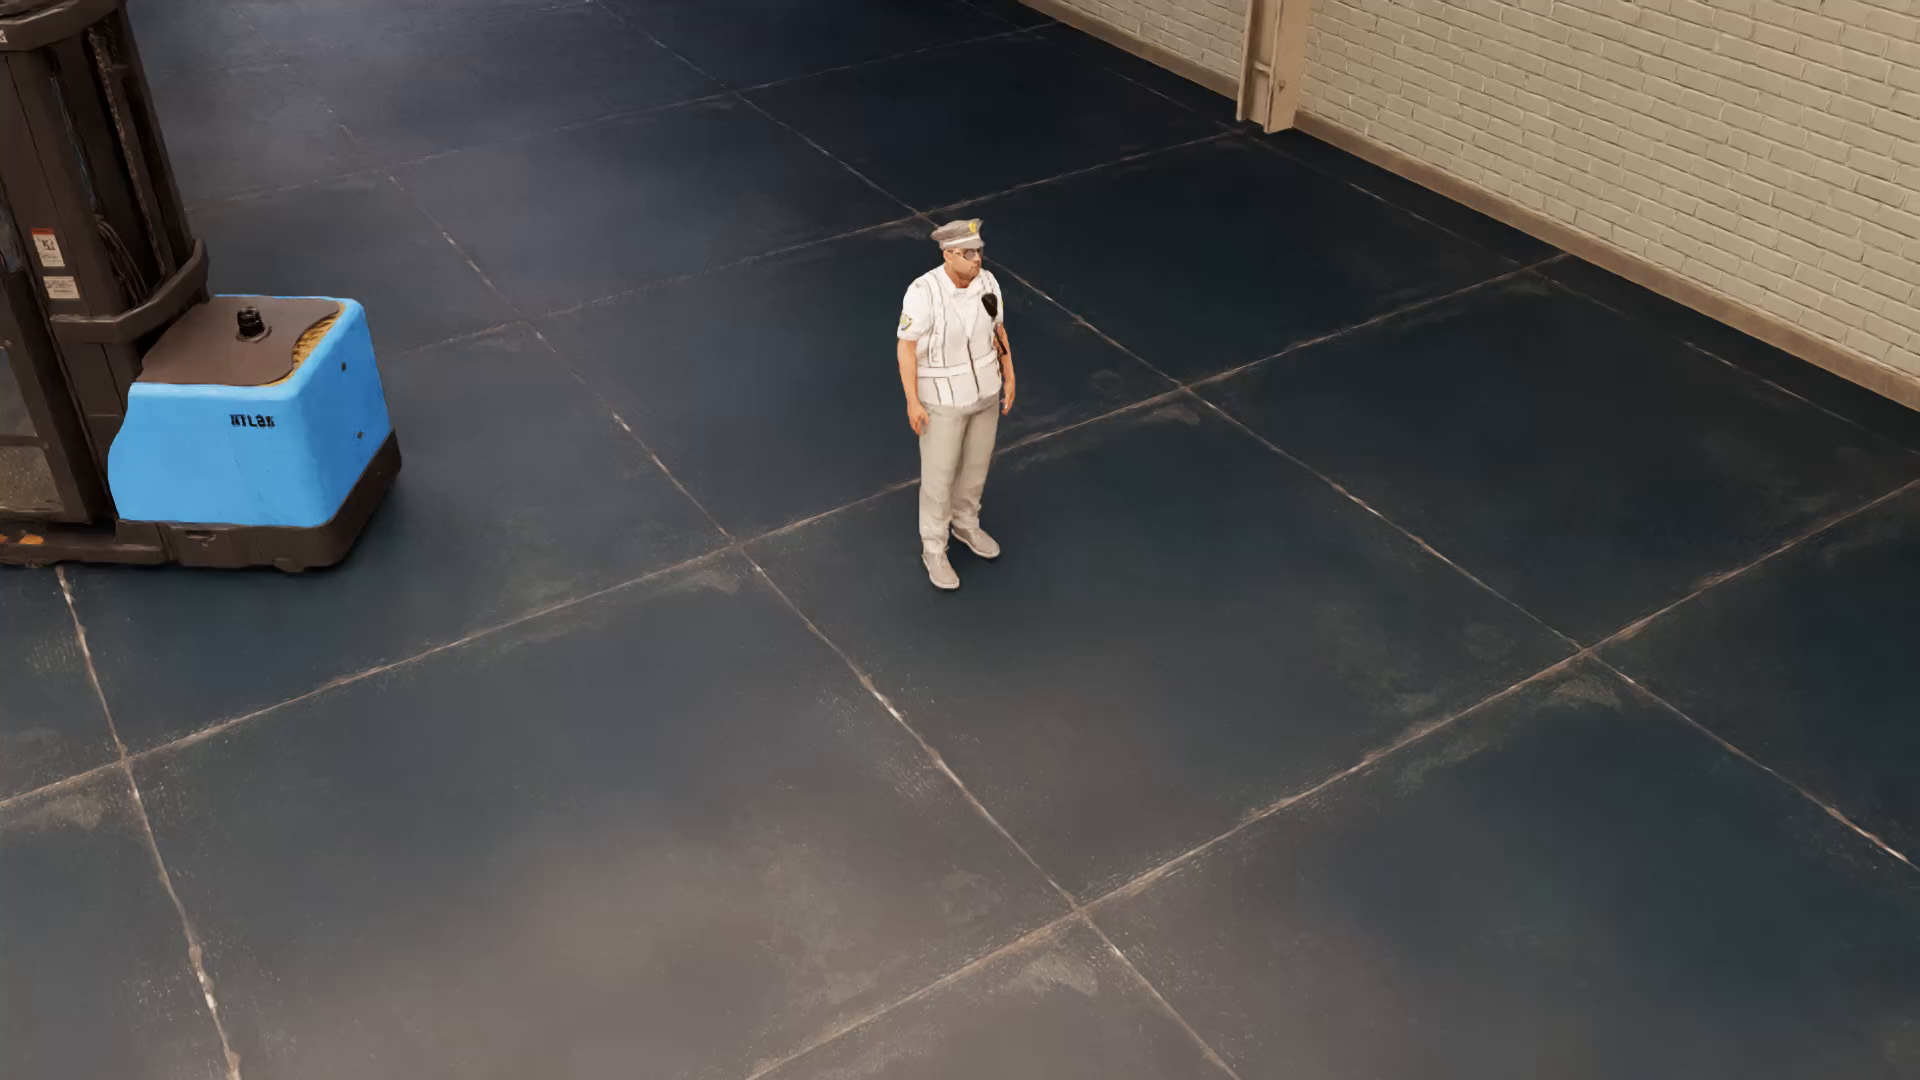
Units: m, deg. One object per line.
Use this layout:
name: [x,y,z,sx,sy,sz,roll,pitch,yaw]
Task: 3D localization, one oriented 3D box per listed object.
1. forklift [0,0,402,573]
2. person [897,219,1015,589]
forklift: [-4.610,-1.360,8.083,3.031,2.935,1.130,2,35,3]
person: [0.033,-0.695,8.121,0.640,1.781,0.574,-21,40,-27]
